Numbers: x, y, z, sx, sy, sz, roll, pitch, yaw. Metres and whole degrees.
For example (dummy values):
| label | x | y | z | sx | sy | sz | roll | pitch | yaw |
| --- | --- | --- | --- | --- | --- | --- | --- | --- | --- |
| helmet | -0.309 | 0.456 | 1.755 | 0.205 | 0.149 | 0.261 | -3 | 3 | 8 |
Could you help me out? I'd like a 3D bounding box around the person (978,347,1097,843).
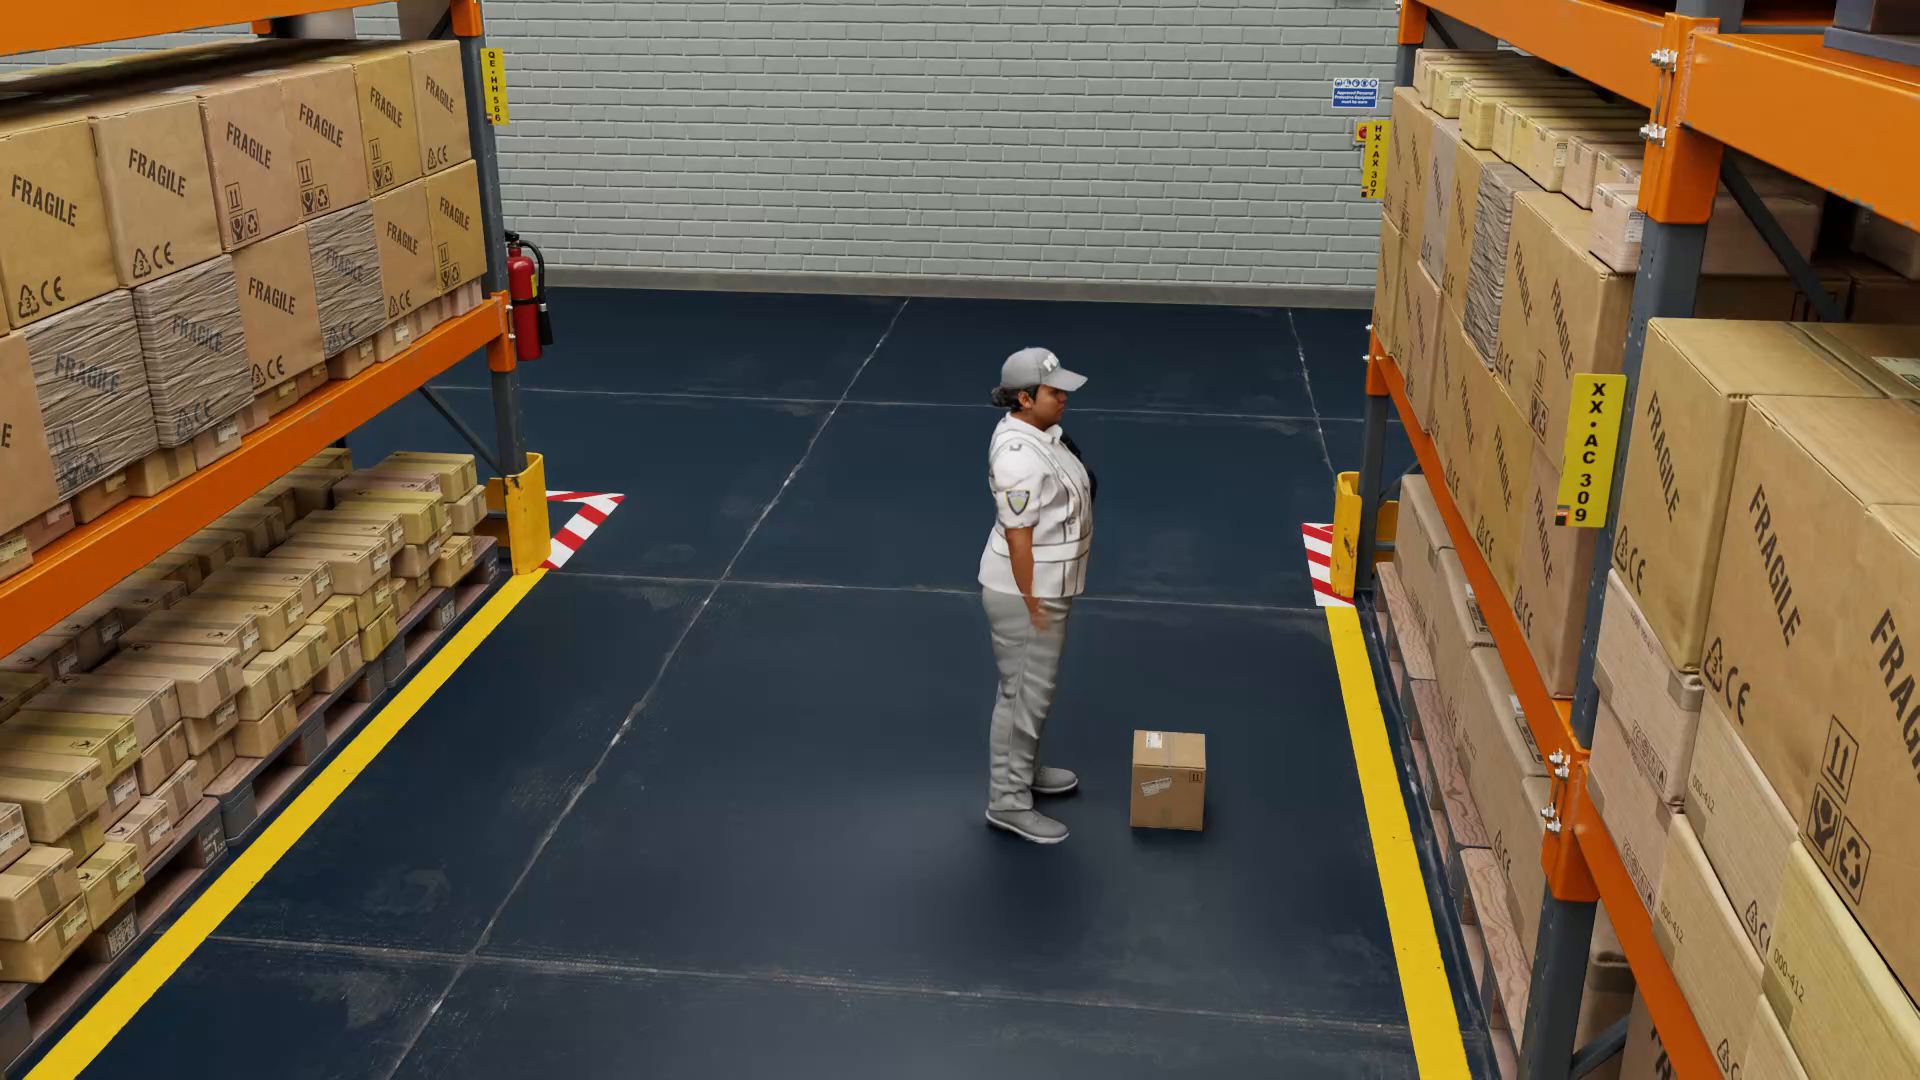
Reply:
| label | x | y | z | sx | sy | sz | roll | pitch | yaw |
| --- | --- | --- | --- | --- | --- | --- | --- | --- | --- |
| person | 0.256 | 0.173 | 5.645 | 0.388 | 1.678 | 0.511 | 2 | 21 | 6 |
